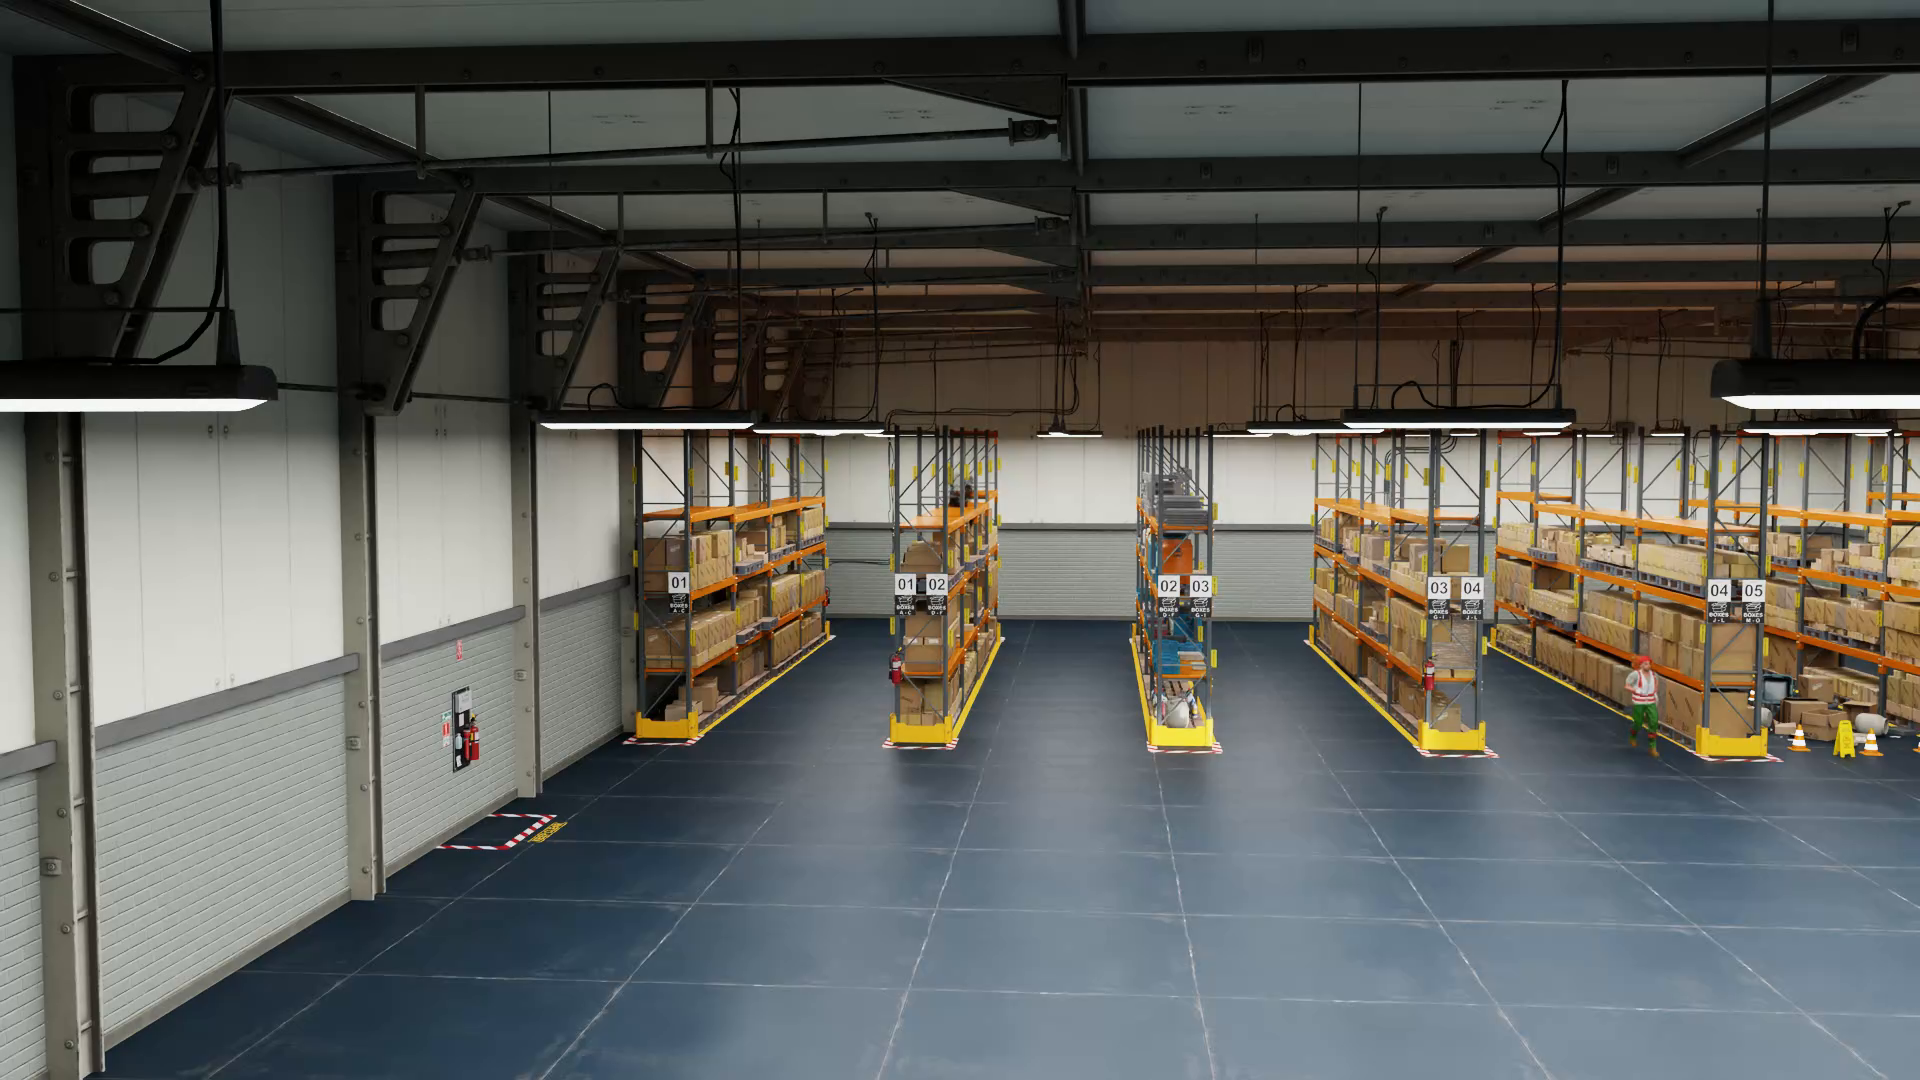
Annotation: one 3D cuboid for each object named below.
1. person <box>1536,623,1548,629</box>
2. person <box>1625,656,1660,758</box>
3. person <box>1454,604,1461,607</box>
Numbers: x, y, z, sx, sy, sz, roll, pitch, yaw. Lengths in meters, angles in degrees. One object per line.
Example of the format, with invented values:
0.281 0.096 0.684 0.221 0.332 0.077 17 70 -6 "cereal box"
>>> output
16.715 2.096 47.788 0.576 1.540 0.521 -1 4 -21 "person"
12.483 3.001 30.394 0.688 1.797 0.962 0 3 -1 "person"
13.526 2.185 46.019 0.752 1.646 0.798 2 4 24 "person"
